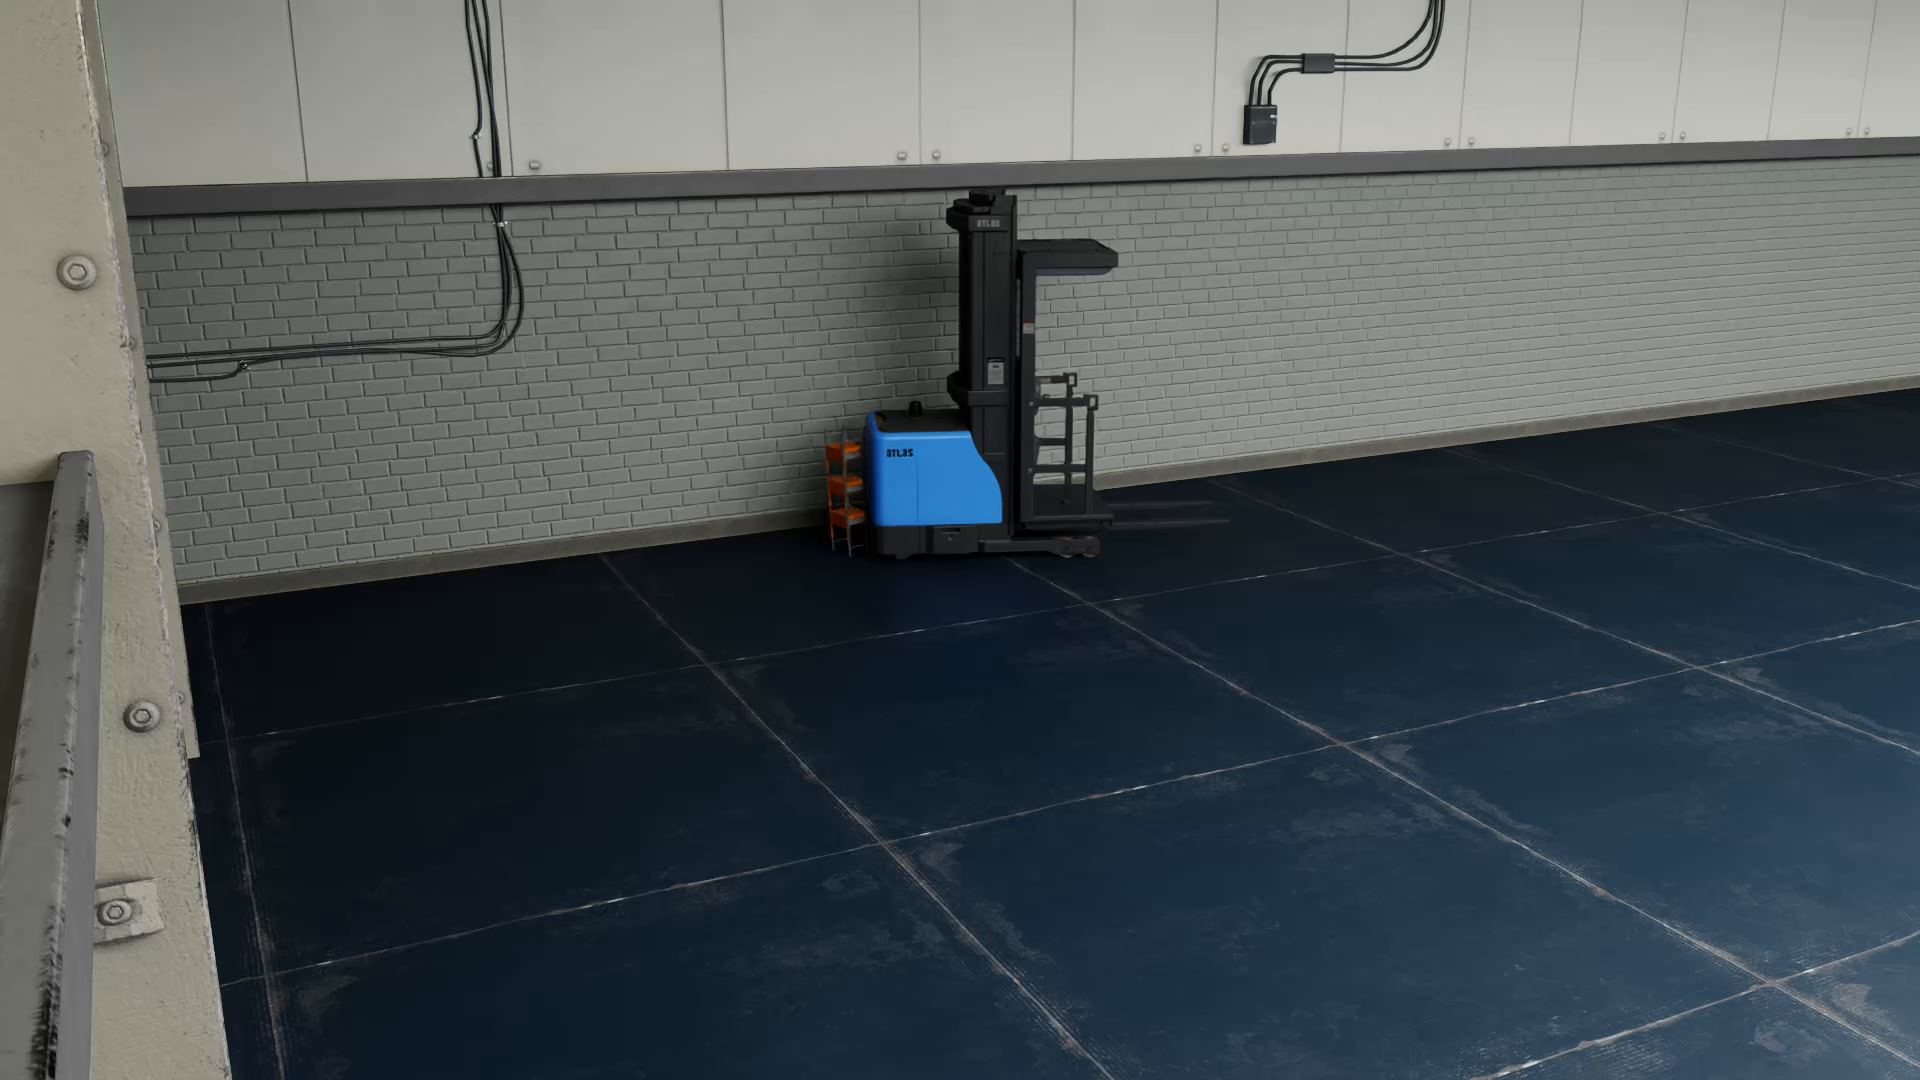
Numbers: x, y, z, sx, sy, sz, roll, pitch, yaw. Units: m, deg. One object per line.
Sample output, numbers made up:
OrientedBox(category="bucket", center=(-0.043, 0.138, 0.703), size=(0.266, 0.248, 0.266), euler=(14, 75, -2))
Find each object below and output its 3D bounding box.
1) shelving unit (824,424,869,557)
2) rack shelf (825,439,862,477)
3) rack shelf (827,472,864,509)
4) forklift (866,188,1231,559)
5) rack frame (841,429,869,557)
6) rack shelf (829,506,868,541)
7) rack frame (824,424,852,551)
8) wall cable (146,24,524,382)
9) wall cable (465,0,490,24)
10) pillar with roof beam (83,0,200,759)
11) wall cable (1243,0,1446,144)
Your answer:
OrientedBox(category="shelving unit", center=(-0.937, -0.408, 13.750), size=(0.215, 1.050, 0.252), euler=(-16, 22, -37))
OrientedBox(category="rack shelf", center=(-0.948, -0.668, 13.667), size=(0.215, 0.259, 0.240), euler=(-16, 22, -37))
OrientedBox(category="rack shelf", center=(-0.937, -0.398, 13.753), size=(0.215, 0.259, 0.240), euler=(-16, 22, -37))
OrientedBox(category="forklift", center=(0.740, -1.403, 13.827), size=(3.031, 2.935, 1.130), euler=(-2, 16, -6))
OrientedBox(category="rack frame", center=(-0.860, -0.382, 13.659), size=(0.200, 1.050, 0.008), euler=(-16, 22, -37))
OrientedBox(category="rack shelf", center=(-0.926, -0.133, 13.838), size=(0.215, 0.259, 0.240), euler=(-16, 22, -37))
OrientedBox(category="rack frame", center=(-1.015, -0.434, 13.841), size=(0.200, 1.050, 0.008), euler=(-16, 22, -37))
OrientedBox(category="wall cable", center=(-4.808, -2.477, 12.197), size=(3.097, 2.526, 0.112), euler=(-8, 18, -25))
OrientedBox(category="wall cable", center=(-2.376, -5.231, 12.640), size=(3.097, 2.526, 0.112), euler=(-8, 18, -25))
OrientedBox(category="pillar with roof beam", center=(-0.836, -3.599, 10.479), size=(9.100, 9.000, 0.400), euler=(-8, 18, -25))
OrientedBox(category="wall cable", center=(3.733, -6.747, 15.284), size=(2.305, 6.003, 0.169), euler=(-8, 18, -25))
